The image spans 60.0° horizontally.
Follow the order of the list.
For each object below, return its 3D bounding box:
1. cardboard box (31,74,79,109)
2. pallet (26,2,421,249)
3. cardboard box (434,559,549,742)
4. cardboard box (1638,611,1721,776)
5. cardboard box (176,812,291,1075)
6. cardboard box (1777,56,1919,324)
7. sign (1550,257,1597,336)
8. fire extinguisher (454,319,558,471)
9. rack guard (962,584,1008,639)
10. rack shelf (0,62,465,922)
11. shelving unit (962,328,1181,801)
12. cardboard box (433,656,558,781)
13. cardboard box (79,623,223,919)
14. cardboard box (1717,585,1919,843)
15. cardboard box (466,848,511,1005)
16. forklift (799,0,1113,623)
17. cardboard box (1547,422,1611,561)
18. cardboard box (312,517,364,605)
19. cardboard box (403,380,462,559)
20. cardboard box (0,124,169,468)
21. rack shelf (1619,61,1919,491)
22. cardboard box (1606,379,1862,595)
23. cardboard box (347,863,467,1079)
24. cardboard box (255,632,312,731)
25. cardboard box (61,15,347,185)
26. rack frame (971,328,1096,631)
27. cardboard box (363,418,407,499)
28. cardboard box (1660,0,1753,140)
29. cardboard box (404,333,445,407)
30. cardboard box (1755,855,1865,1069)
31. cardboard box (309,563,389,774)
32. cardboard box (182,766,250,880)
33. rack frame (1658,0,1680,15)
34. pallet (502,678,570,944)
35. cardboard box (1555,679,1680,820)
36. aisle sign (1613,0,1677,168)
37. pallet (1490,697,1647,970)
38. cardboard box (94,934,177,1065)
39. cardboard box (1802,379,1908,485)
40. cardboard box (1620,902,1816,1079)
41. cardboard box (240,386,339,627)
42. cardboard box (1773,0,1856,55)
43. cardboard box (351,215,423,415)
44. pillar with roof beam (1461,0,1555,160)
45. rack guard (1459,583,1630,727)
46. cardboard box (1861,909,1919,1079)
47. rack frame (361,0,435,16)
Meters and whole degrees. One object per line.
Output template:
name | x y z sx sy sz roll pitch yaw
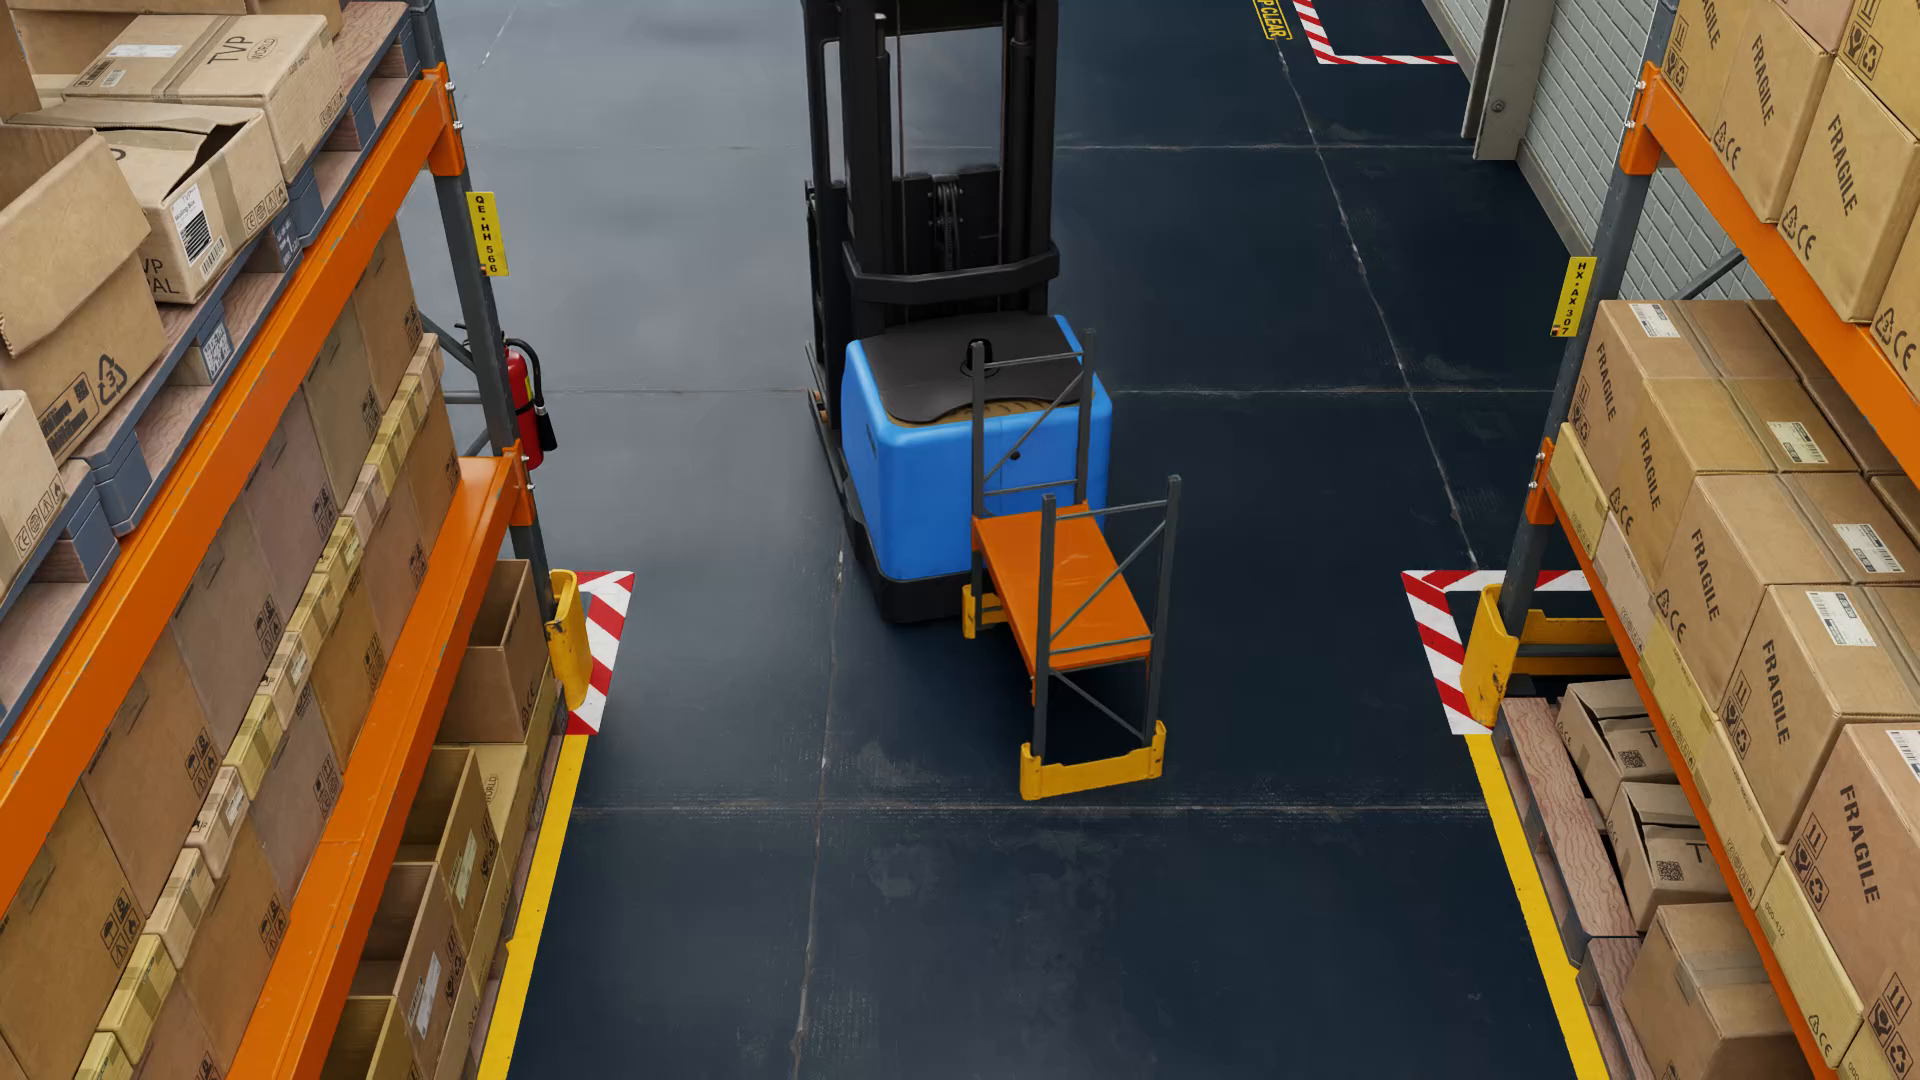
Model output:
cardboard box | -2.371 -1.087 4.308 0.380 0.149 0.250 0 39 0
pallet | -2.221 -1.226 4.798 1.003 0.211 1.213 0 39 0
cardboard box | -1.898 0.420 6.336 0.500 0.500 0.500 0 39 0
cardboard box | 2.450 0.462 5.125 0.500 0.250 0.500 -1 39 -1
cardboard box | -2.202 1.010 4.257 0.700 0.500 0.500 1 39 1
cardboard box | 2.477 -0.885 4.207 0.500 0.500 0.500 2 39 2
sign | 2.215 -0.875 5.996 0.100 0.325 0.005 0 39 0
fire extinguisher | -1.732 -0.576 6.377 0.296 0.674 0.183 0 39 0
rack guard | 0.300 0.281 7.444 0.587 0.250 0.087 -9 39 -11
rack shelf | -2.194 -0.171 3.987 1.077 0.370 4.000 0 39 0
shelving unit | 0.417 0.096 6.676 0.587 1.500 1.083 -9 39 -11
cardboard box | -1.900 0.713 6.571 0.500 0.250 0.500 0 39 0
cardboard box | -2.200 0.518 3.833 0.700 0.500 0.500 0 39 0
cardboard box | 2.455 0.474 4.509 0.500 0.500 0.500 1 39 1
cardboard box | -1.885 1.338 5.790 0.500 0.250 0.500 0 39 0
forklift | -0.177 -1.699 7.772 1.130 2.935 3.031 -9 39 -11
cardboard box | 2.440 -0.181 5.927 0.500 0.250 0.500 -1 39 -1
cardboard box | -2.004 0.060 4.923 0.380 0.149 0.250 1 39 1
cardboard box | -2.209 -0.279 5.865 0.700 0.500 0.500 0 39 0
cardboard box | -2.067 -0.490 3.279 0.797 0.503 0.637 4 39 5
rack shelf | 2.760 -0.177 3.994 1.077 0.370 4.000 0 39 0
cardboard box | 2.448 -0.172 5.315 0.500 0.500 0.500 0 39 0
cardboard box | -1.883 1.358 5.166 0.500 0.500 0.500 0 39 0
cardboard box | -2.001 0.385 4.518 0.380 0.149 0.250 -1 39 -1
cardboard box | -1.931 -1.142 4.296 0.500 0.250 0.500 0 39 0
rack frame | 0.295 -0.218 7.068 0.500 1.500 0.032 -9 39 -11
cardboard box | -2.003 -0.261 5.324 0.380 0.149 0.250 -1 39 -1
cardboard box | 2.508 -1.546 5.031 0.500 0.500 0.500 1 39 1
cardboard box | -2.005 -0.585 5.728 0.380 0.149 0.250 -1 39 -1
cardboard box | 2.450 1.092 4.338 0.500 0.250 0.500 0 39 0
cardboard box | -2.208 0.360 5.067 0.700 0.500 0.500 0 39 0
cardboard box | -2.004 0.704 4.120 0.380 0.149 0.250 -1 39 -1
rack frame | 2.757 -2.879 4.392 1.000 3.000 0.127 0 39 0
pallet | -2.154 1.035 6.536 1.003 0.211 1.213 0 39 0
cardboard box | 2.668 0.773 6.431 0.500 0.311 0.500 -4 39 -5
aisle sign | 2.457 -1.597 5.511 0.394 0.787 0.004 0 39 0
pallet | 2.723 1.106 6.446 1.003 0.211 1.213 0 39 0
cardboard box | -2.002 1.027 3.717 0.380 0.149 0.250 0 39 0
cardboard box | 2.961 -0.170 5.313 0.500 0.500 0.500 0 39 1
cardboard box | 2.620 1.514 5.354 0.700 0.500 0.500 -2 39 -3
cardboard box | -2.201 -0.108 4.614 0.700 0.500 0.500 0 39 0
cardboard box | 2.465 -1.590 4.287 0.500 0.500 0.500 0 39 -1
cardboard box | -2.208 -0.752 5.418 0.700 0.500 0.500 0 39 0
pillar with roof beam | -0.689 -6.191 8.524 9.100 9.000 0.400 0 39 0
rack guard | 2.757 0.485 6.990 1.175 0.500 0.348 0 39 0
cardboard box | 2.446 1.114 3.711 0.500 0.500 0.500 0 39 0
rack frame | -2.196 -2.873 4.384 1.000 3.000 0.127 0 39 0
